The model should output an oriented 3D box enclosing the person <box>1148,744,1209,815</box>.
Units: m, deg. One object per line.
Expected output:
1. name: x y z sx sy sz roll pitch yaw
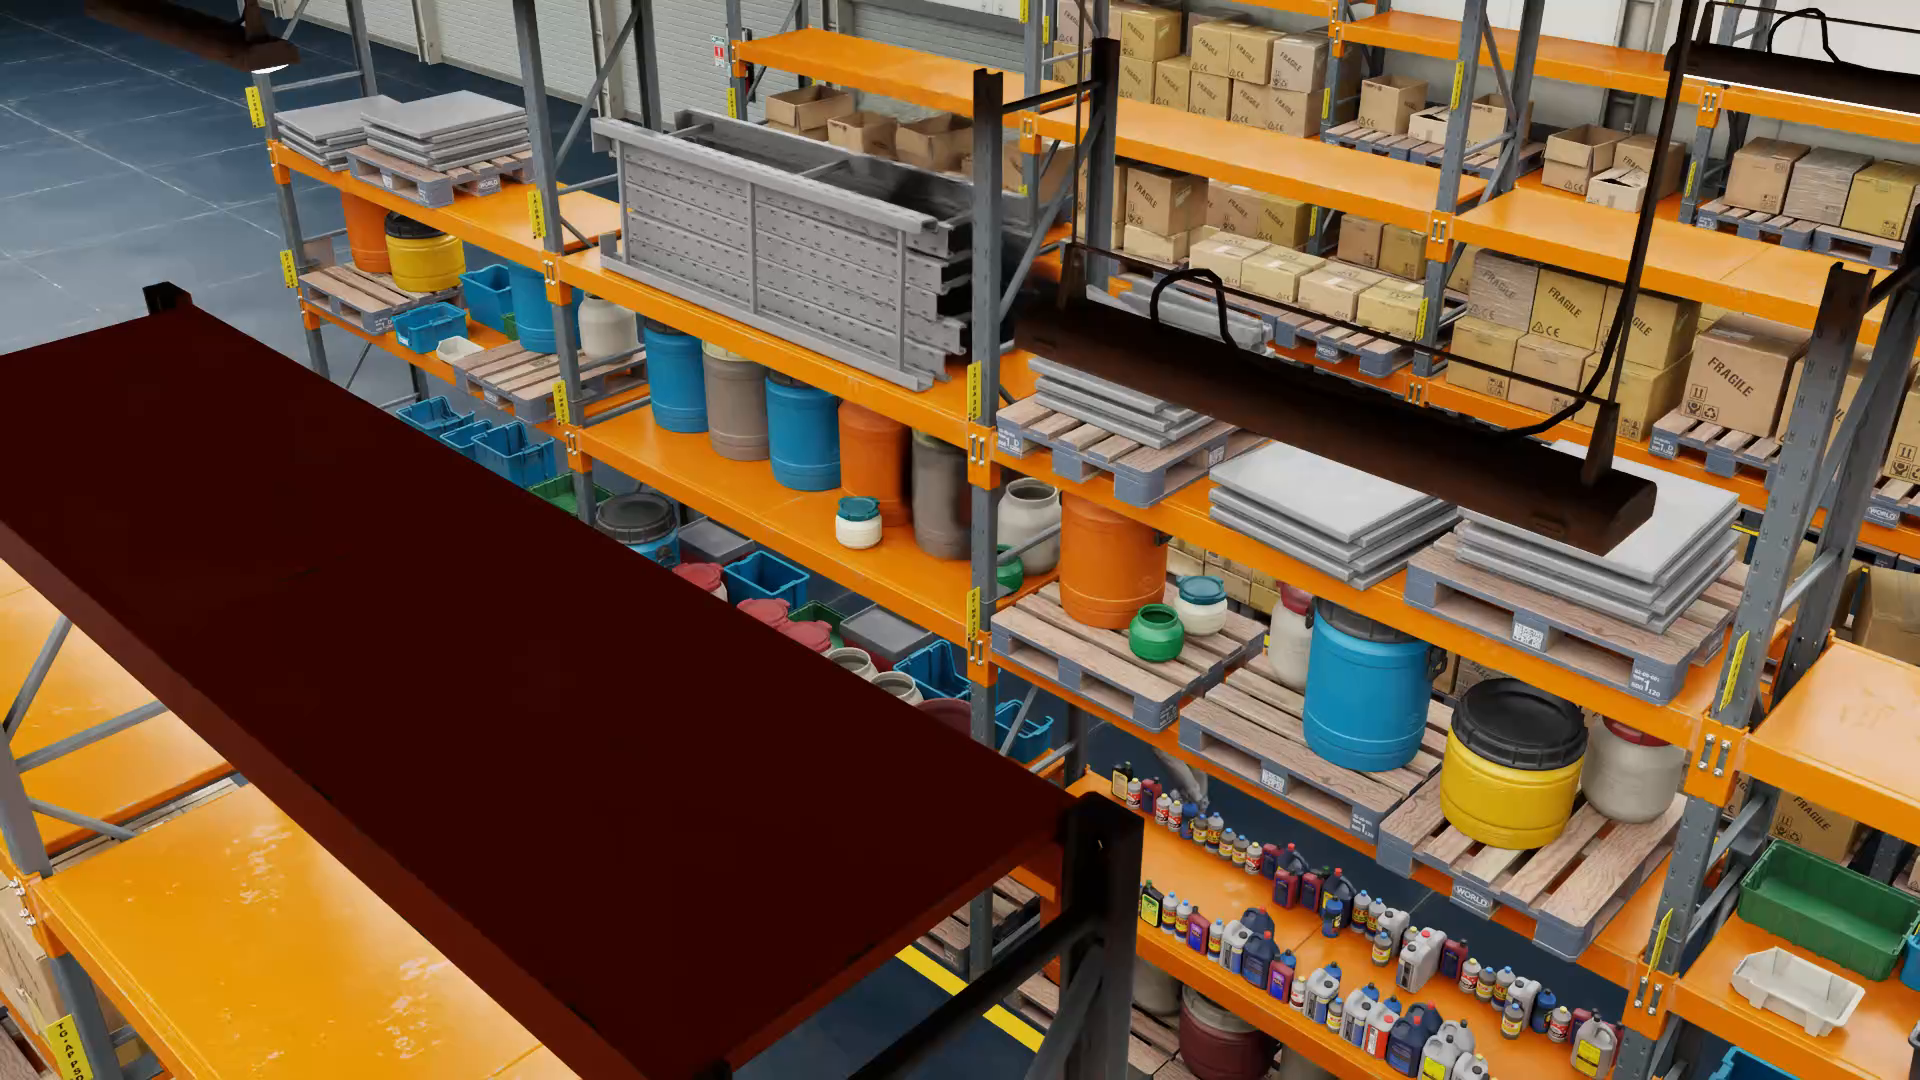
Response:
1. person: 1.593 1.181 11.806 0.582 1.772 0.685 24 37 36
